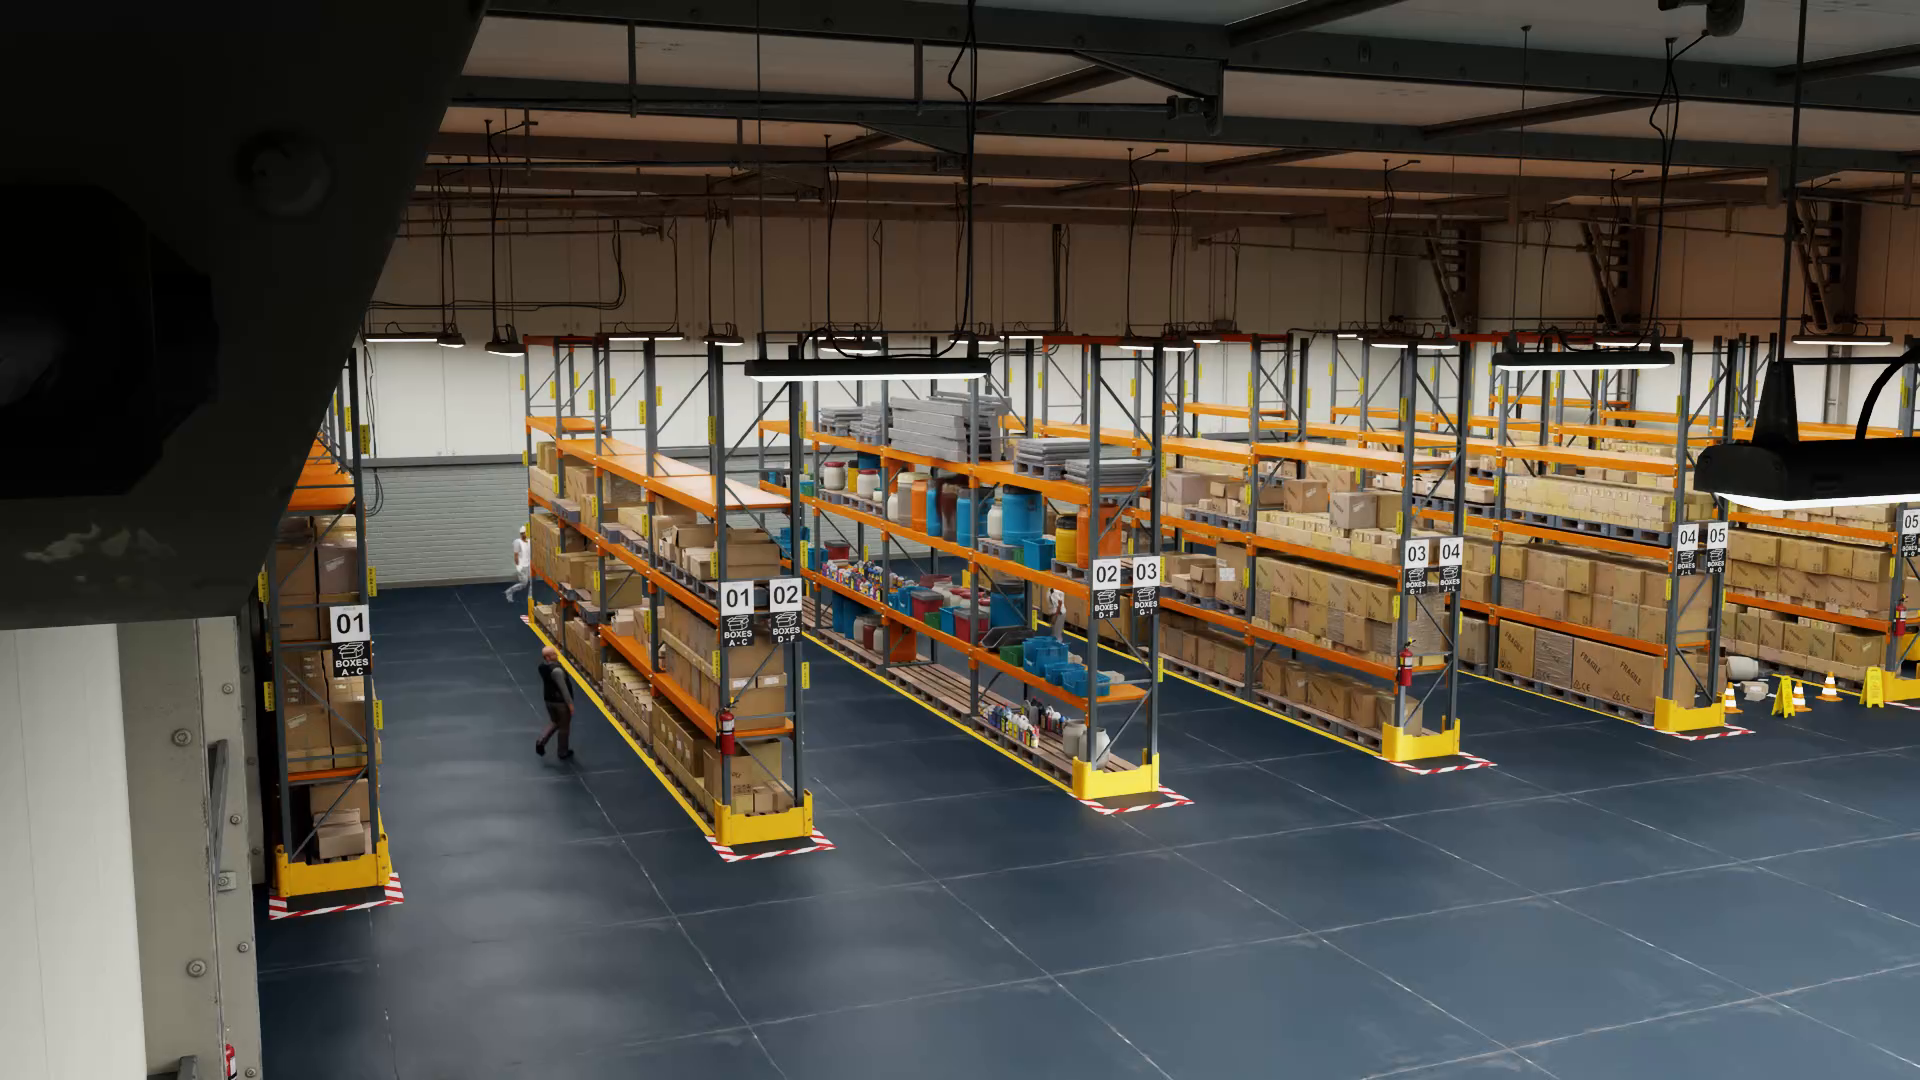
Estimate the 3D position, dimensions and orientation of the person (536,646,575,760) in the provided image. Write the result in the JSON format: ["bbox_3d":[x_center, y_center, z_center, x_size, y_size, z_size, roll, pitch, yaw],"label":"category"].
[{"bbox_3d":[-5.761,2.339,23.819,0.601,1.696,0.650,7,10,41],"label":"person"}]

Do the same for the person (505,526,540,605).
[{"bbox_3d":[-9.652,0.568,36.724,0.749,1.755,0.580,2,8,16],"label":"person"}]

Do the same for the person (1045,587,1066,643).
[{"bbox_3d":[1.760,1.403,30.834,0.375,1.680,0.456,-3,8,-19],"label":"person"}]

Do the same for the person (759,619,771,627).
[{"bbox_3d":[-3.153,1.928,27.209,0.394,1.535,0.847,-5,9,-31],"label":"person"}]
